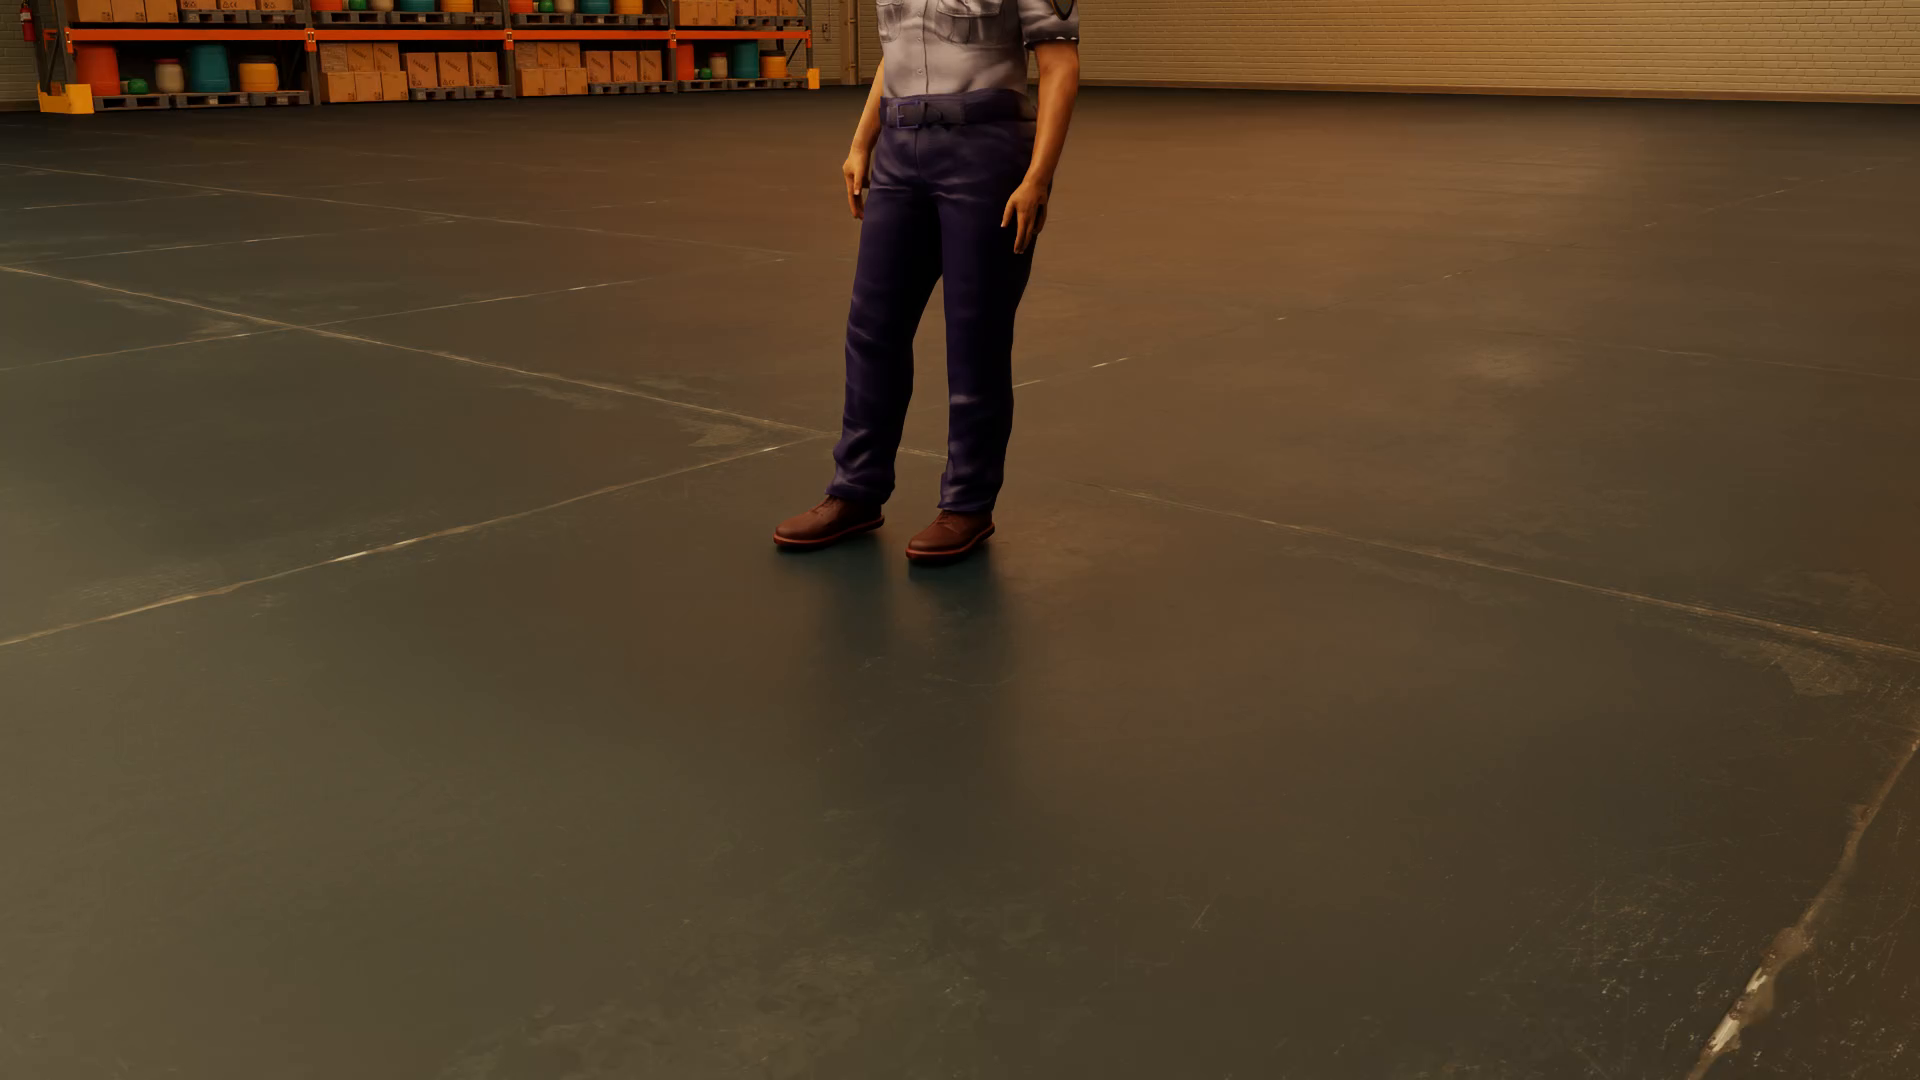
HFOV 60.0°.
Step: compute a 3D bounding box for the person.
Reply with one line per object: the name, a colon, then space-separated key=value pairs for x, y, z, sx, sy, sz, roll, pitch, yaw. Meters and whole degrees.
person: x=-0.075 y=-0.779 z=3.648 sx=0.598 sy=1.651 sz=0.502 roll=13 pitch=21 yaw=37
